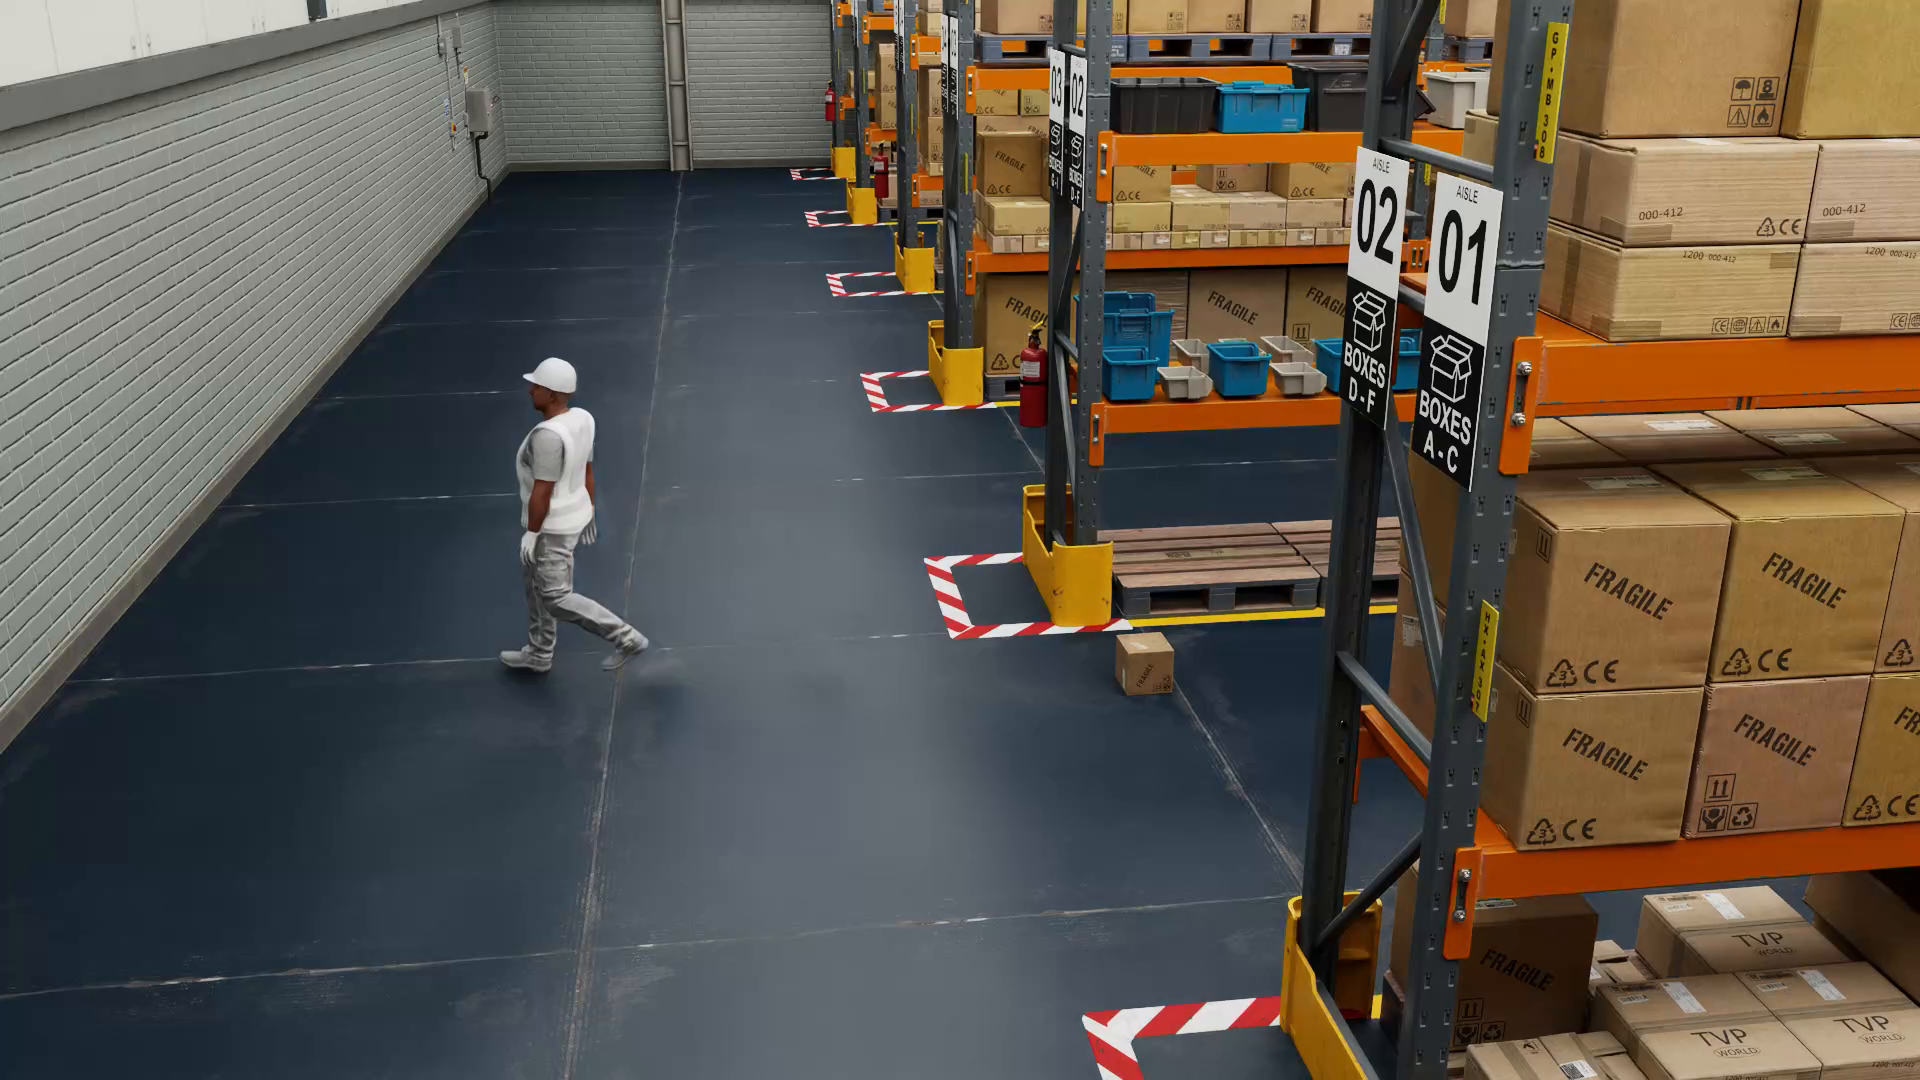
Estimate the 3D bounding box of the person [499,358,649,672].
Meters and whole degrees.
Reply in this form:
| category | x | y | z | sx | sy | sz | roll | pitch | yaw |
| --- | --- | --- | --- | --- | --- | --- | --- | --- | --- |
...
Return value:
| category | x | y | z | sx | sy | sz | roll | pitch | yaw |
| --- | --- | --- | --- | --- | --- | --- | --- | --- | --- |
| person | -2.104 | -0.091 | 8.777 | 0.902 | 1.758 | 0.569 | 2 | 20 | 5 |
